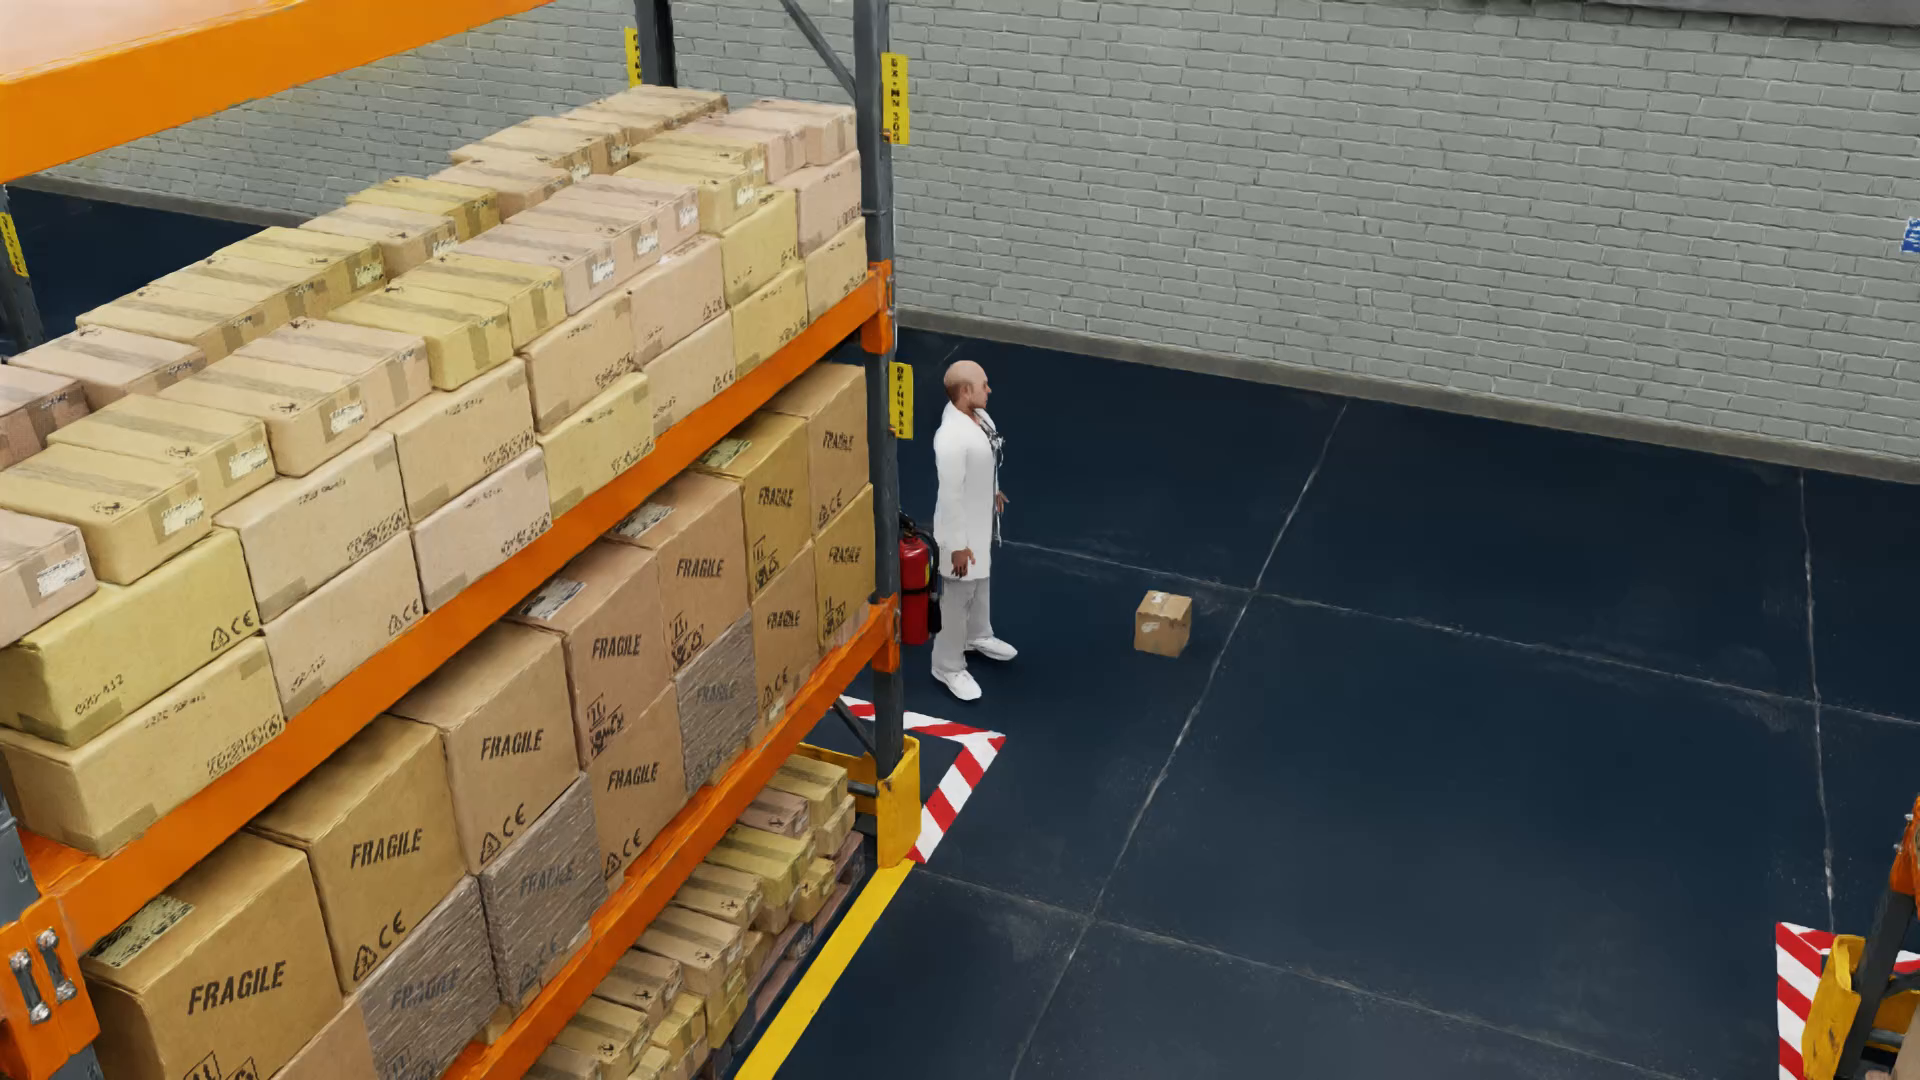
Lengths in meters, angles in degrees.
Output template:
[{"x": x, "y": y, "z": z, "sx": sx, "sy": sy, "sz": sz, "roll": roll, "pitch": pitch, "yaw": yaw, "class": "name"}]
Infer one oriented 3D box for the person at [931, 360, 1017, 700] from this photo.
[{"x": 0.079, "y": -0.093, "z": 8.521, "sx": 0.429, "sy": 1.793, "sz": 0.688, "roll": 6, "pitch": 30, "yaw": 10, "class": "person"}]
